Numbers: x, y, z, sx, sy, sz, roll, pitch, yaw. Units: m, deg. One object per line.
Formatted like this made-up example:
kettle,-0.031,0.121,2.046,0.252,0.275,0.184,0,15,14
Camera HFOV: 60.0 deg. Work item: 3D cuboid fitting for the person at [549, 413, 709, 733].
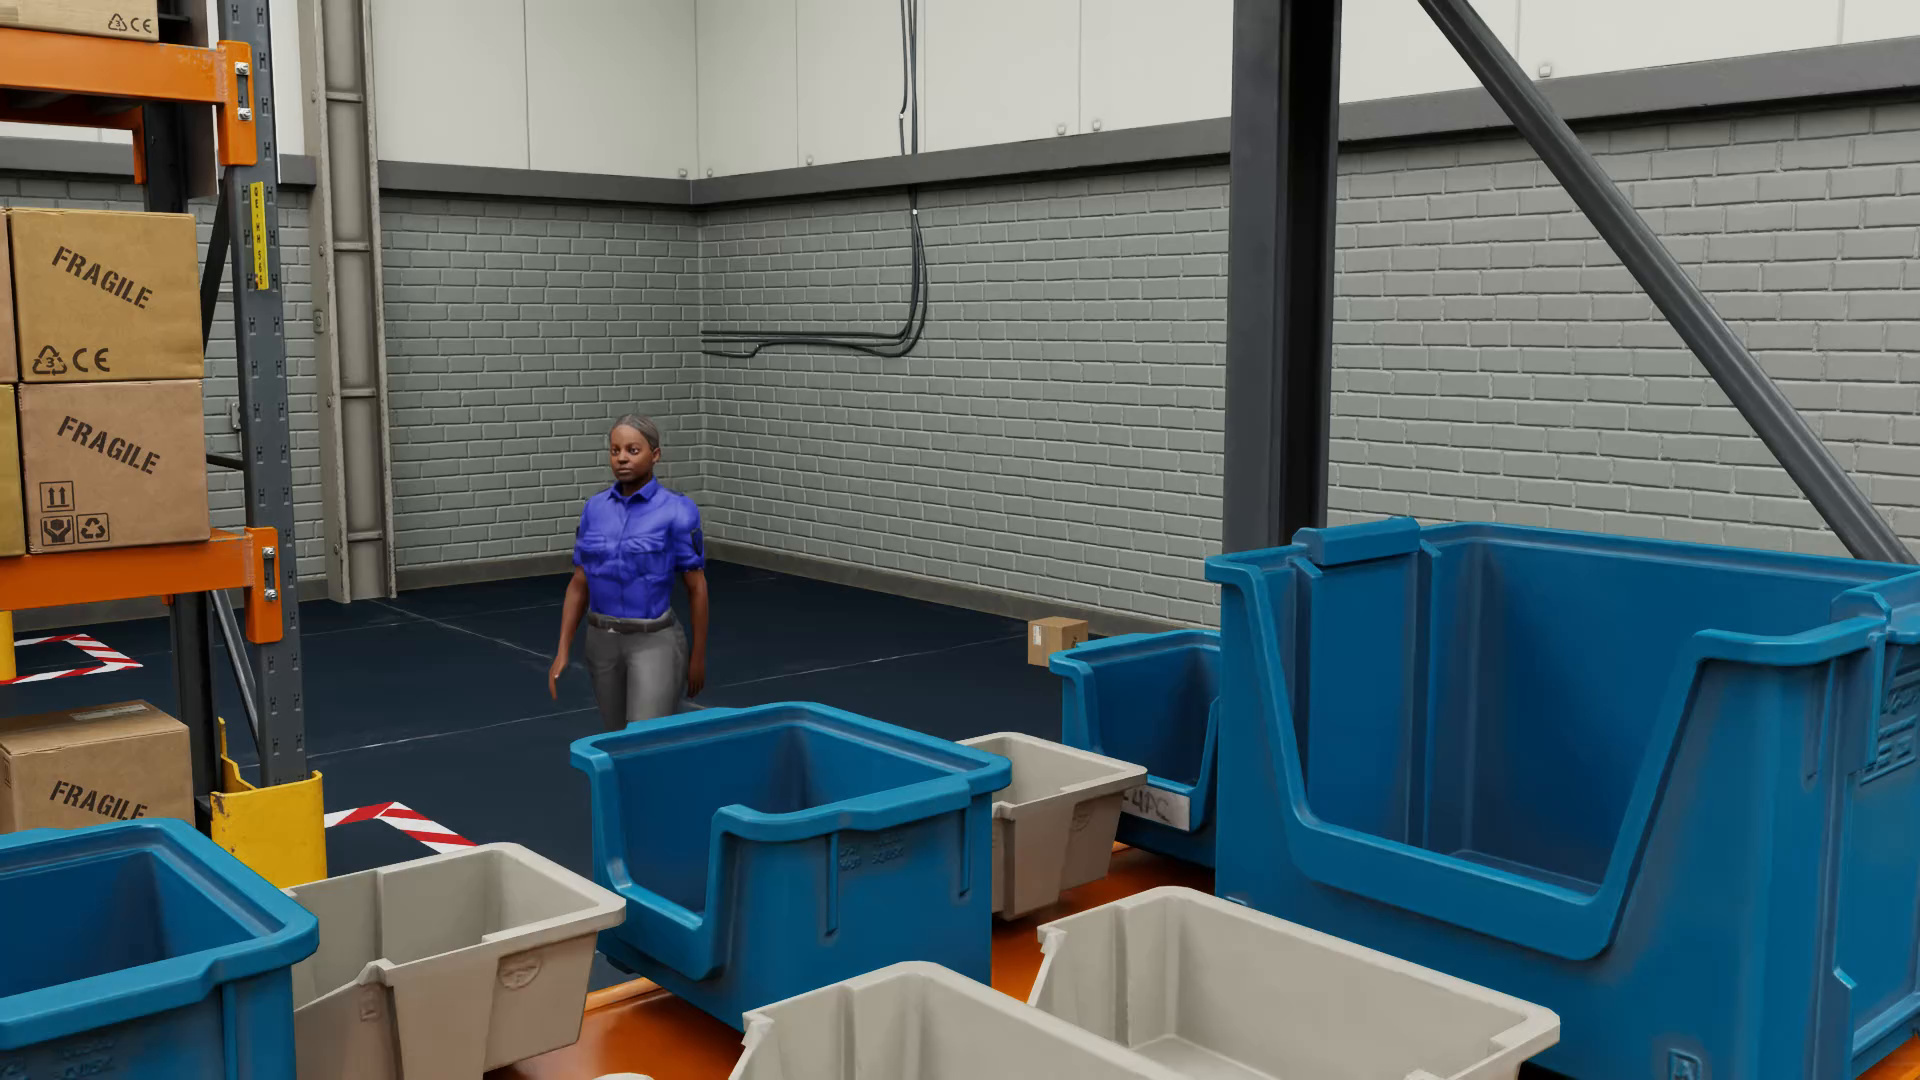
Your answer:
person,-1.116,0.438,5.618,0.461,1.721,0.619,3,8,19
